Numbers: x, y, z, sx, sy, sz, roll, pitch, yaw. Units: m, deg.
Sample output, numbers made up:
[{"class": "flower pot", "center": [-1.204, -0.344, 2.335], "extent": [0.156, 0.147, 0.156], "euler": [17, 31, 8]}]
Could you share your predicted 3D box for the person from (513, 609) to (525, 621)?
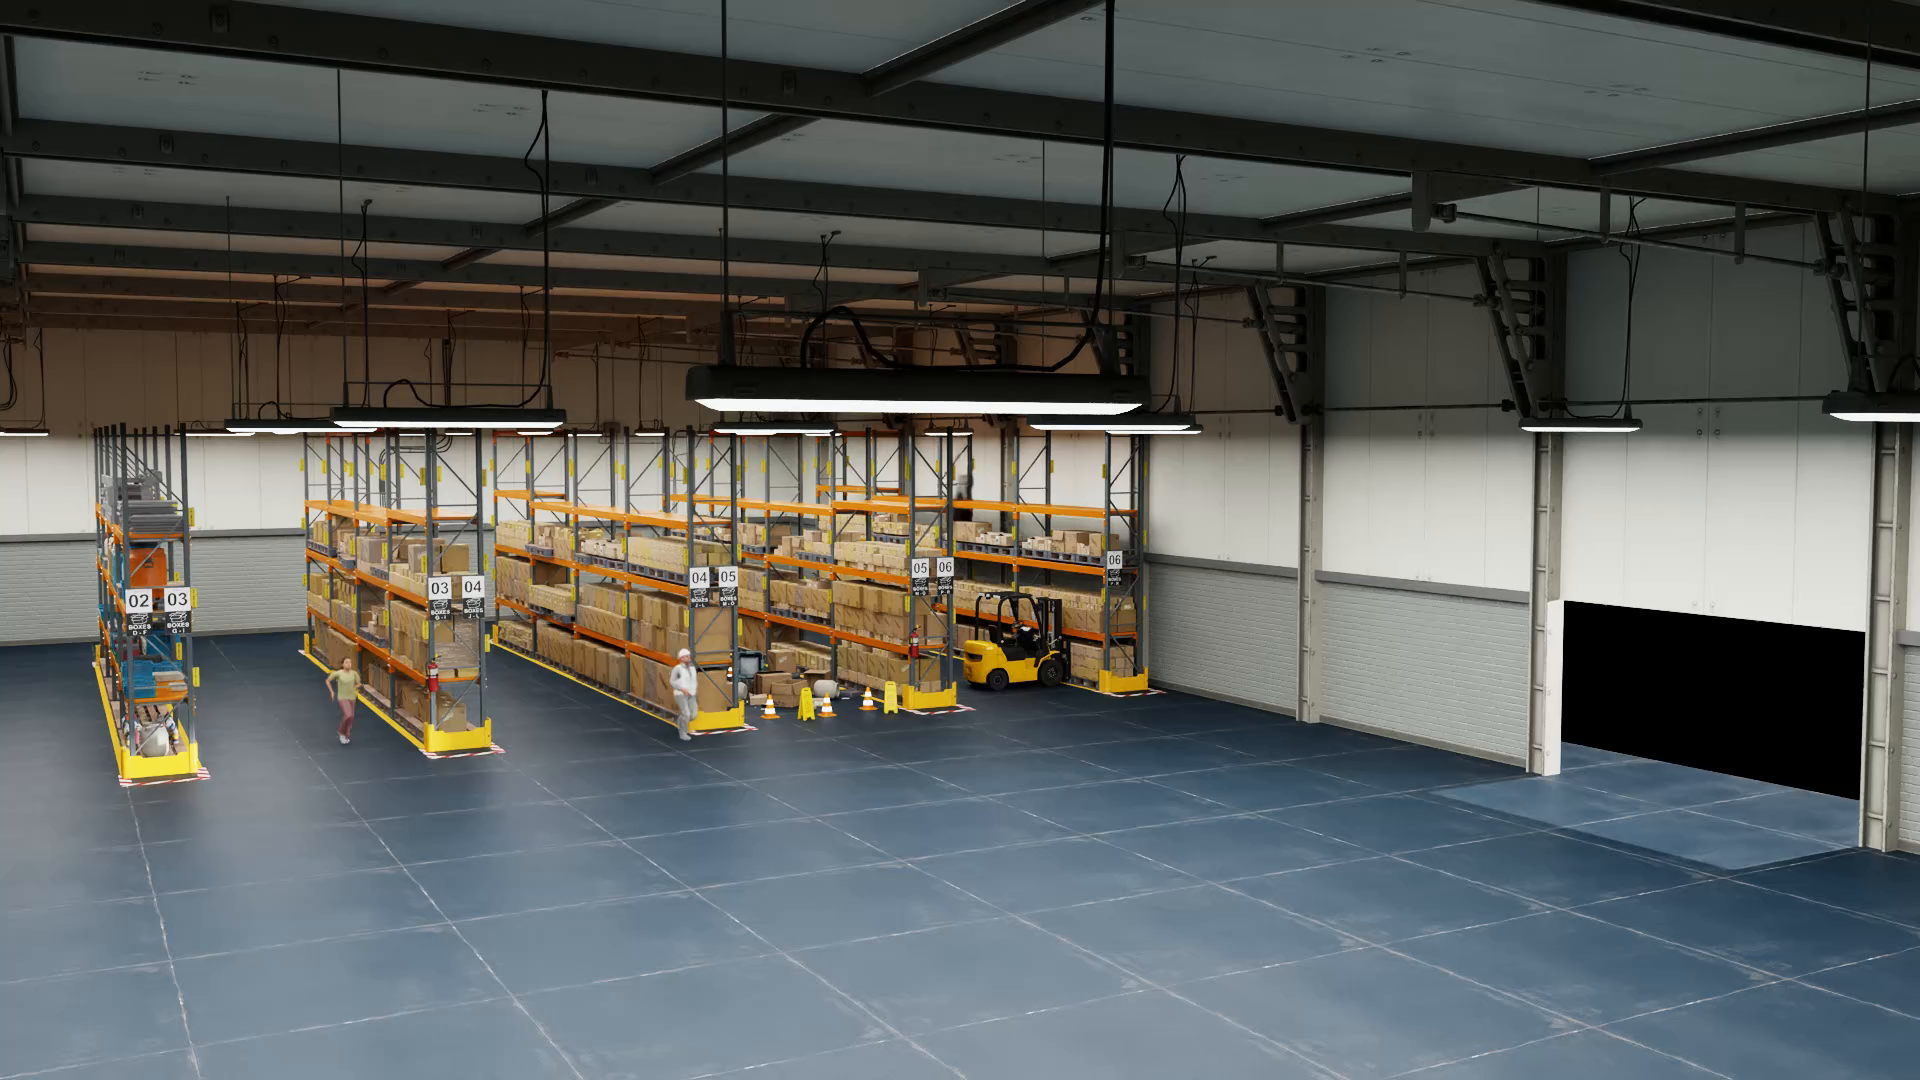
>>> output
[{"class": "person", "center": [-12.732, 1.966, 48.422], "extent": [0.576, 1.689, 0.752], "euler": [0, 3, 4]}]

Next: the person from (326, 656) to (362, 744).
[{"class": "person", "center": [-11.469, 2.996, 31.124], "extent": [0.597, 1.637, 0.564], "euler": [3, 5, 43]}]

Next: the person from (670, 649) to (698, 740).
[{"class": "person", "center": [-5.256, 2.938, 31.774], "extent": [0.612, 1.732, 0.688], "euler": [3, 4, 40]}]
